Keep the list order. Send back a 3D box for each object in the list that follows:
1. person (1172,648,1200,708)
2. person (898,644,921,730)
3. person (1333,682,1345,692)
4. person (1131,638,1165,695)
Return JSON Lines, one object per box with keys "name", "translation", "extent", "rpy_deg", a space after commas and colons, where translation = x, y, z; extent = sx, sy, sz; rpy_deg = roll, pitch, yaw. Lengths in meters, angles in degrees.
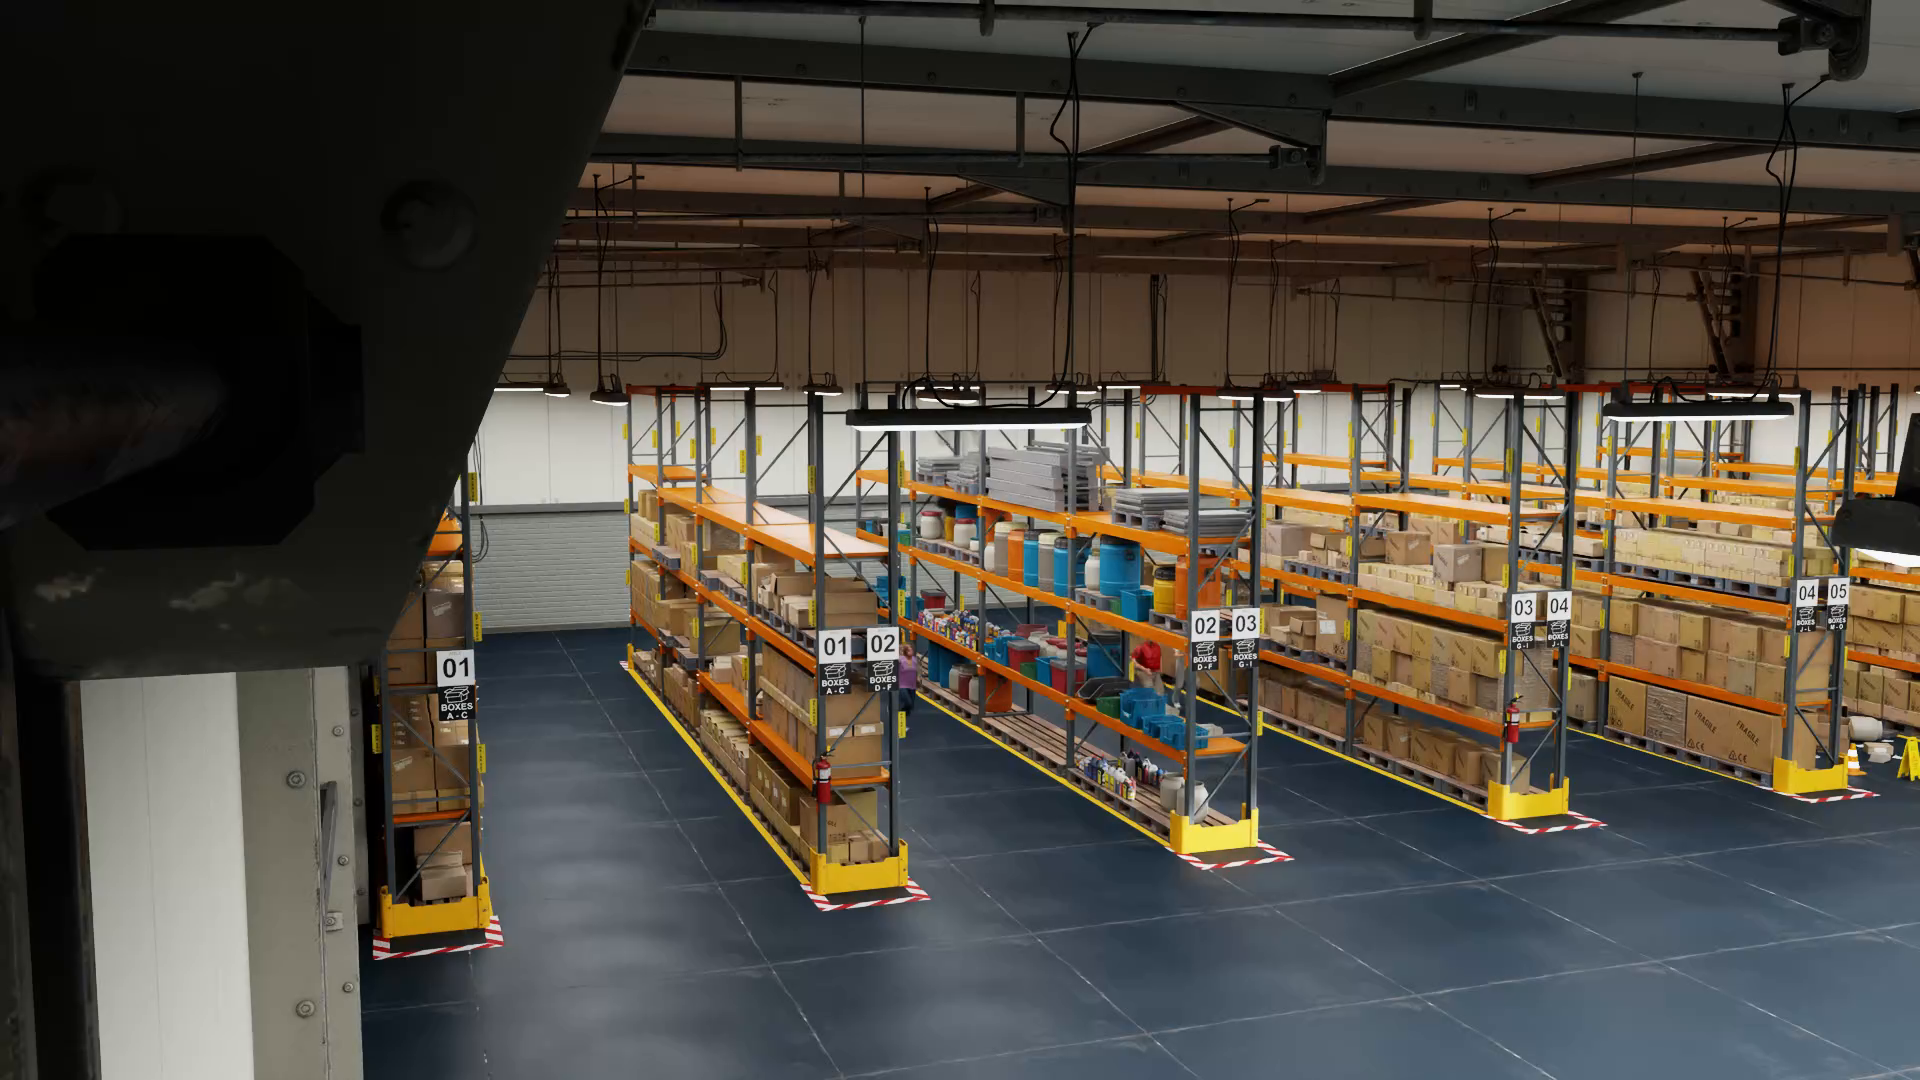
{"name": "person", "translation": [4.117, 2.370, 30.510], "extent": [0.560, 1.648, 0.911], "rpy_deg": [-2, 6, -16]}
{"name": "person", "translation": [-0.914, 2.566, 28.816], "extent": [0.509, 1.553, 0.689], "rpy_deg": [-3, 7, -30]}
{"name": "person", "translation": [7.531, 2.167, 32.467], "extent": [0.561, 1.719, 0.740], "rpy_deg": [-3, 6, -25]}
{"name": "person", "translation": [3.371, 2.438, 29.666], "extent": [0.685, 1.698, 0.551], "rpy_deg": [-3, 7, -30]}
